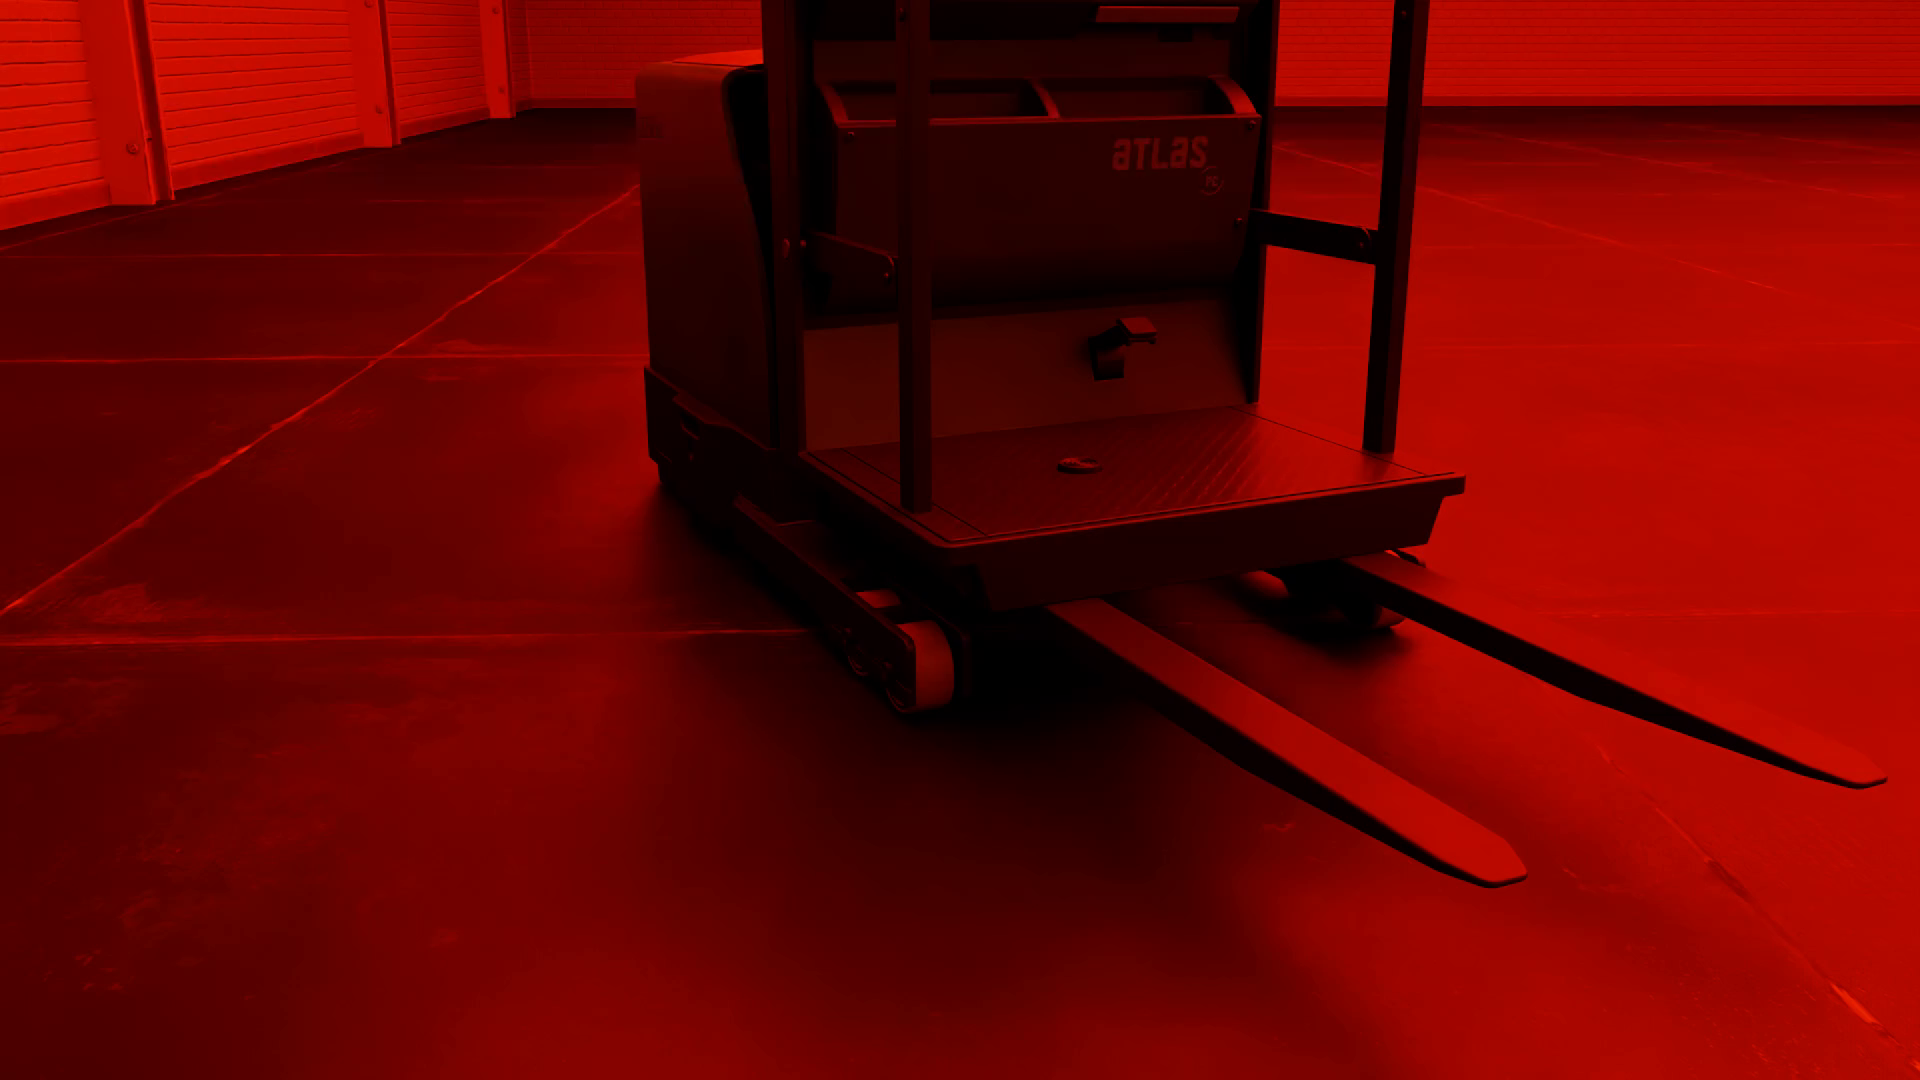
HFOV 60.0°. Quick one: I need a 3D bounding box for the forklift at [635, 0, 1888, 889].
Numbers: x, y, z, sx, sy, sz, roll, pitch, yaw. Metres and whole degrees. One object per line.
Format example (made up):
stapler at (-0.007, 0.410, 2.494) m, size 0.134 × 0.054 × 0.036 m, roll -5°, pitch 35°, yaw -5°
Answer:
forklift at (0.258, -1.240, 2.962) m, size 1.130 × 2.935 × 3.031 m, roll -8°, pitch 19°, yaw -24°
